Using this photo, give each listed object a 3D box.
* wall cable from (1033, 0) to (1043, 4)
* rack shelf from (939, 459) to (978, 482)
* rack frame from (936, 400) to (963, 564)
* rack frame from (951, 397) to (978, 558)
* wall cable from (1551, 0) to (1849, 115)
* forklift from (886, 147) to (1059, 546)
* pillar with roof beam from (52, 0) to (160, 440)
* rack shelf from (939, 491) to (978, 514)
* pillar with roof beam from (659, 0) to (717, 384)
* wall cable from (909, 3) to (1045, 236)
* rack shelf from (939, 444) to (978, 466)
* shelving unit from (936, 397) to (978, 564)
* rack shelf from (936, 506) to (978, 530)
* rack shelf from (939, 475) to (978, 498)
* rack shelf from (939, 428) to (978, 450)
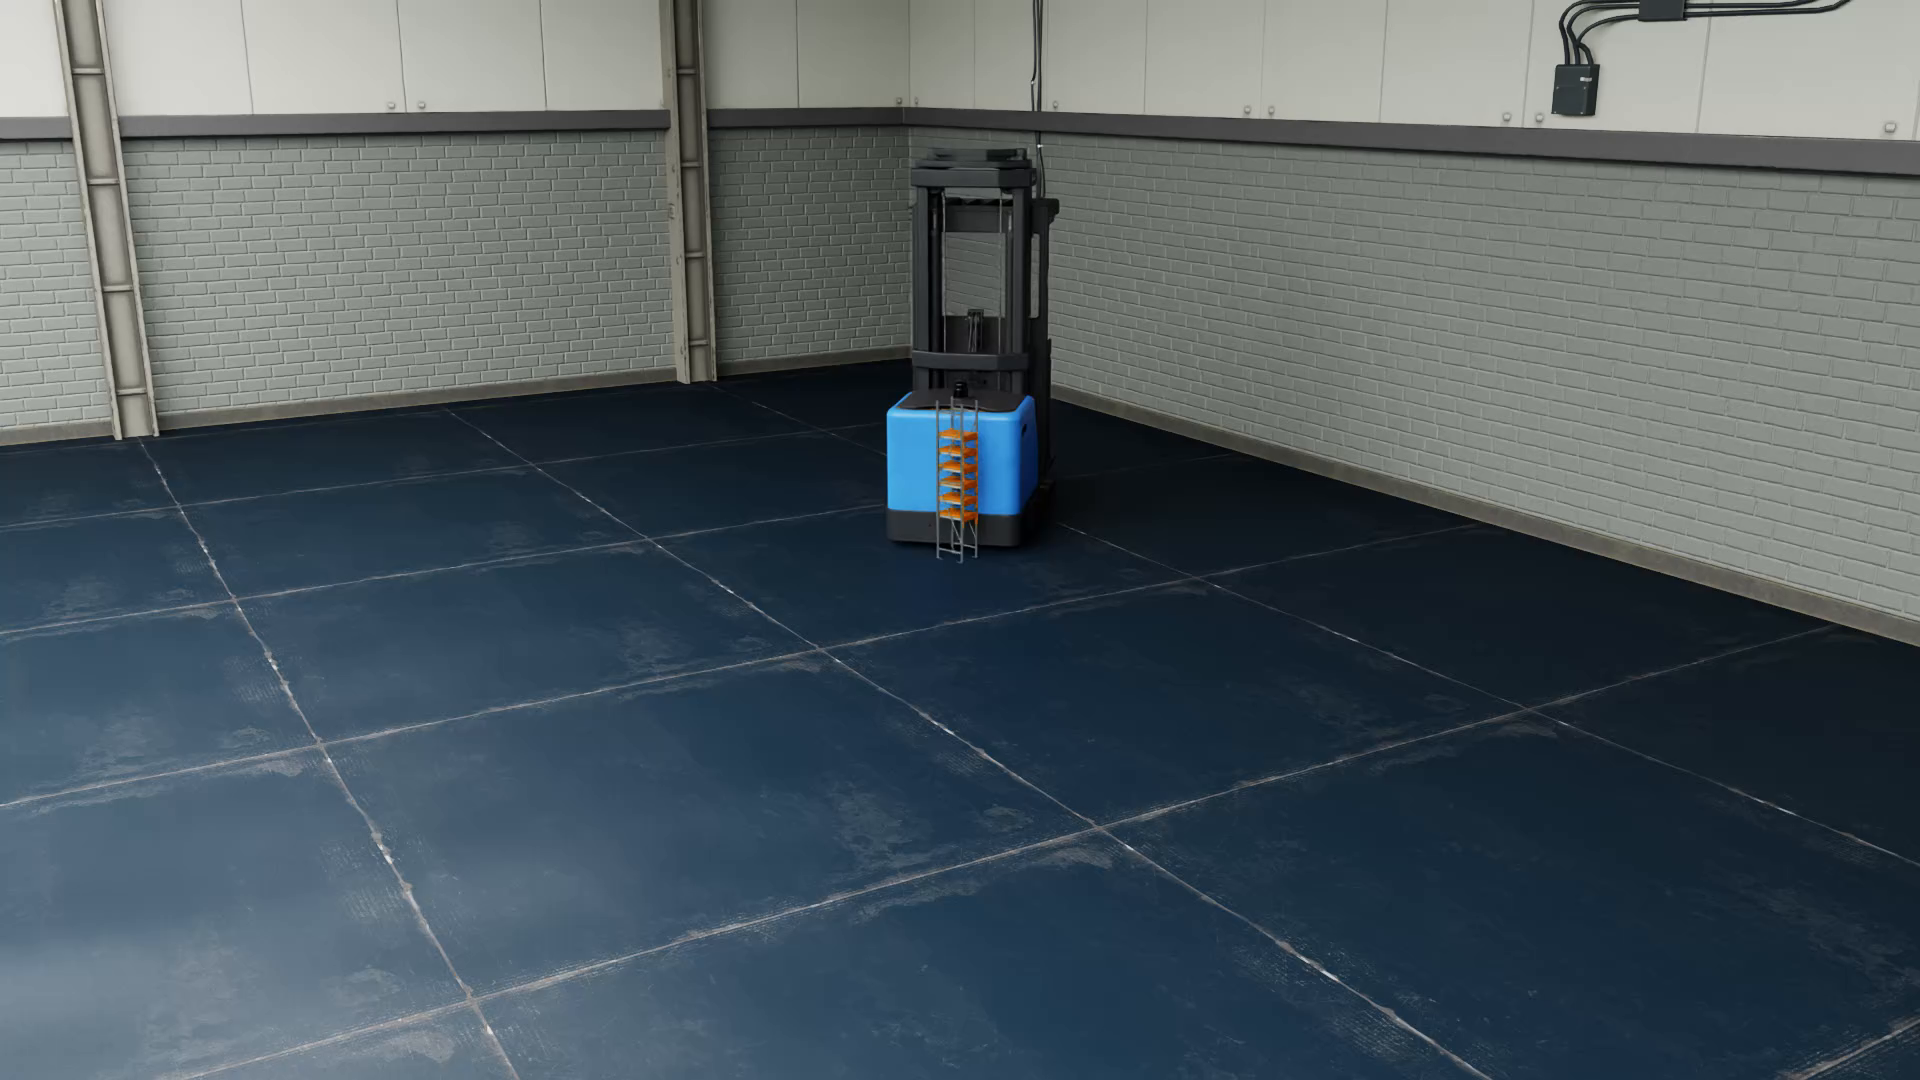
[{"bbox_3d":[1.491,-6.633,16.296,0.112,2.526,3.097,-9,18,-30],"label":"wall cable"},{"bbox_3d":[-0.022,-0.510,12.226,0.258,0.103,0.180,11,19,34],"label":"rack shelf"},{"bbox_3d":[-0.075,-0.417,12.175,0.240,1.200,0.006,11,19,34],"label":"rack frame"},{"bbox_3d":[0.031,-0.458,12.319,0.240,1.200,0.006,11,19,34],"label":"rack frame"},{"bbox_3d":[4.973,-5.761,10.489,0.169,6.003,2.305,-9,18,-30],"label":"wall cable"},{"bbox_3d":[0.205,-1.716,13.601,1.130,2.935,3.031,3,16,10],"label":"forklift"},{"bbox_3d":[-6.034,-4.389,11.893,0.400,9.000,9.100,-9,18,-30],"label":"pillar with roof beam"},{"bbox_3d":[-0.022,-0.280,12.292,0.258,0.103,0.180,11,19,34],"label":"rack shelf"},{"bbox_3d":[-0.891,-5.223,14.869,0.400,9.000,9.100,-9,18,-30],"label":"pillar with roof beam"},{"bbox_3d":[0.098,-4.827,19.211,0.112,2.526,3.097,-9,18,-30],"label":"wall cable"},{"bbox_3d":[-0.022,-0.626,12.193,0.258,0.103,0.180,11,19,34],"label":"rack shelf"},{"bbox_3d":[-0.022,-0.438,12.247,0.258,1.200,0.189,11,19,34],"label":"shelving unit"},{"bbox_3d":[-0.021,-0.164,12.324,0.258,0.103,0.180,11,19,34],"label":"rack shelf"},{"bbox_3d":[-0.022,-0.395,12.259,0.258,0.103,0.180,11,19,34],"label":"rack shelf"},{"bbox_3d":[-0.022,-0.741,12.161,0.258,0.103,0.180,11,19,34],"label":"rack shelf"}]
